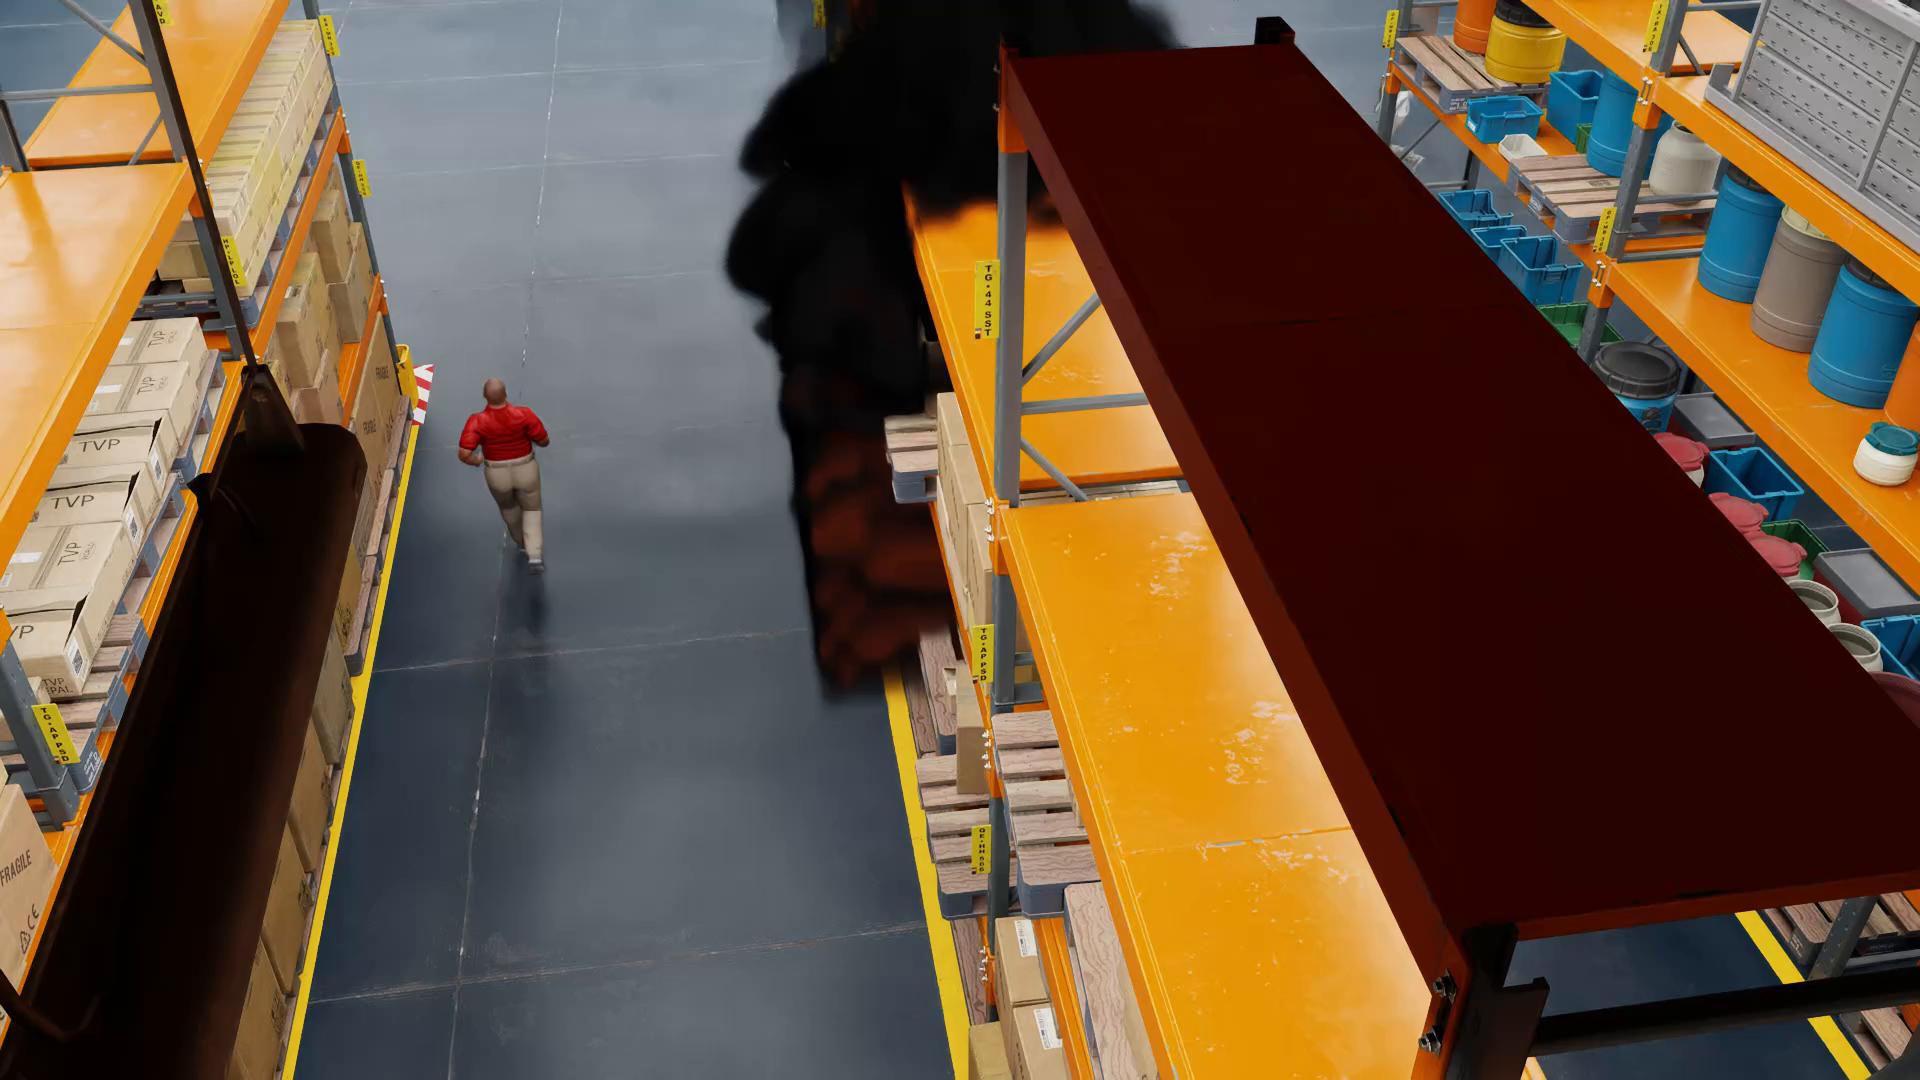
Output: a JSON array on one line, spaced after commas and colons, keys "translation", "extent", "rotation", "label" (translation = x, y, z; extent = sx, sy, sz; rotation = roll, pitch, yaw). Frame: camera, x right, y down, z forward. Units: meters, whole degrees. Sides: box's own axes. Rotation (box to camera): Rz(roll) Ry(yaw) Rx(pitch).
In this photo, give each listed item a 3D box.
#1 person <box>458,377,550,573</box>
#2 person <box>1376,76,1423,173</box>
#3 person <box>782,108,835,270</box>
[{"translation": [-3.420, -0.490, 12.672], "extent": [0.663, 1.714, 0.923], "rotation": [-8, 37, -11], "label": "person"}, {"translation": [4.912, -4.715, 18.486], "extent": [0.621, 1.681, 0.626], "rotation": [13, 38, 17], "label": "person"}, {"translation": [-1.454, -3.502, 16.812], "extent": [0.748, 1.719, 0.569], "rotation": [23, 42, 28], "label": "person"}]
